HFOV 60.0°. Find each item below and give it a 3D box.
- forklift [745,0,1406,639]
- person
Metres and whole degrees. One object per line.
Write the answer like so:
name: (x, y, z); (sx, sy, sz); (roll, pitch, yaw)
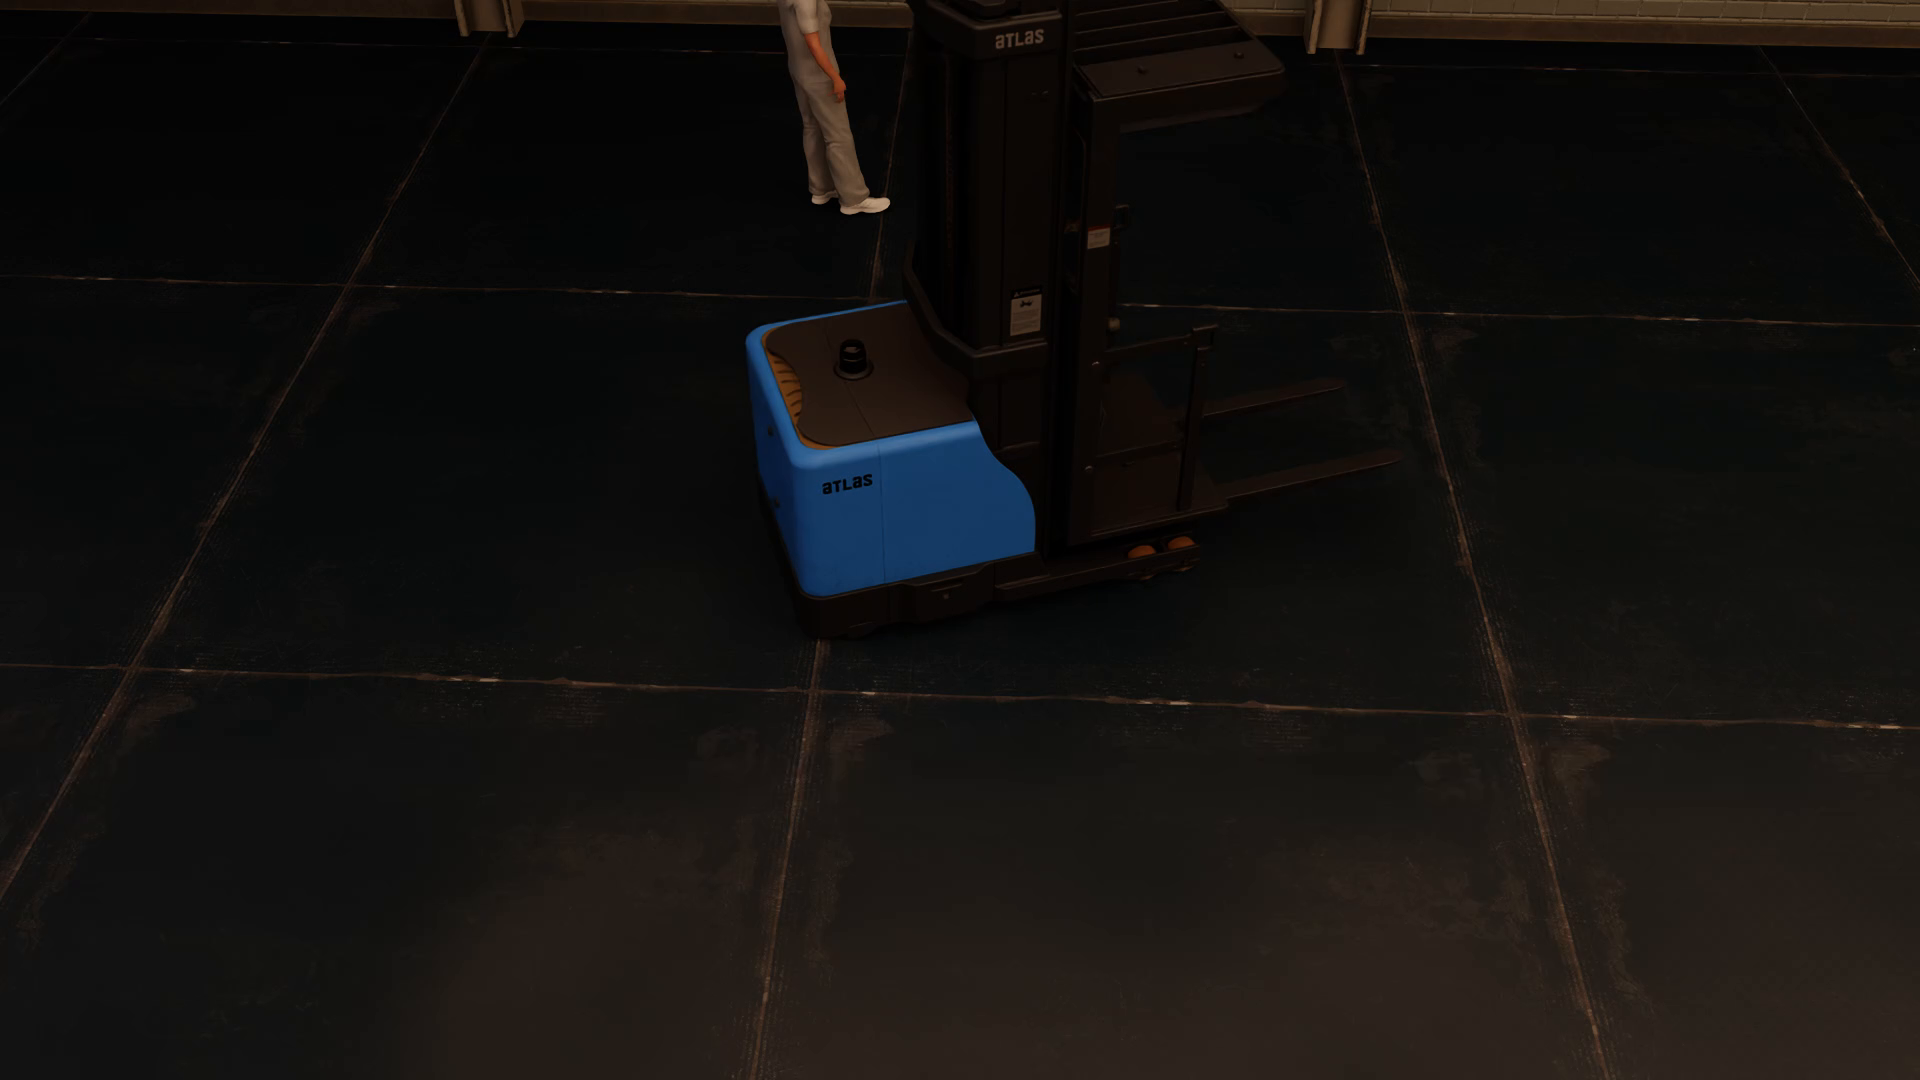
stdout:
forklift: (0.609, -1.224, 7.083); (3.031, 2.935, 1.130); (-12, 44, -13)
person: (-0.772, -2.712, 9.634); (0.550, 1.673, 0.548); (-17, 45, -18)
